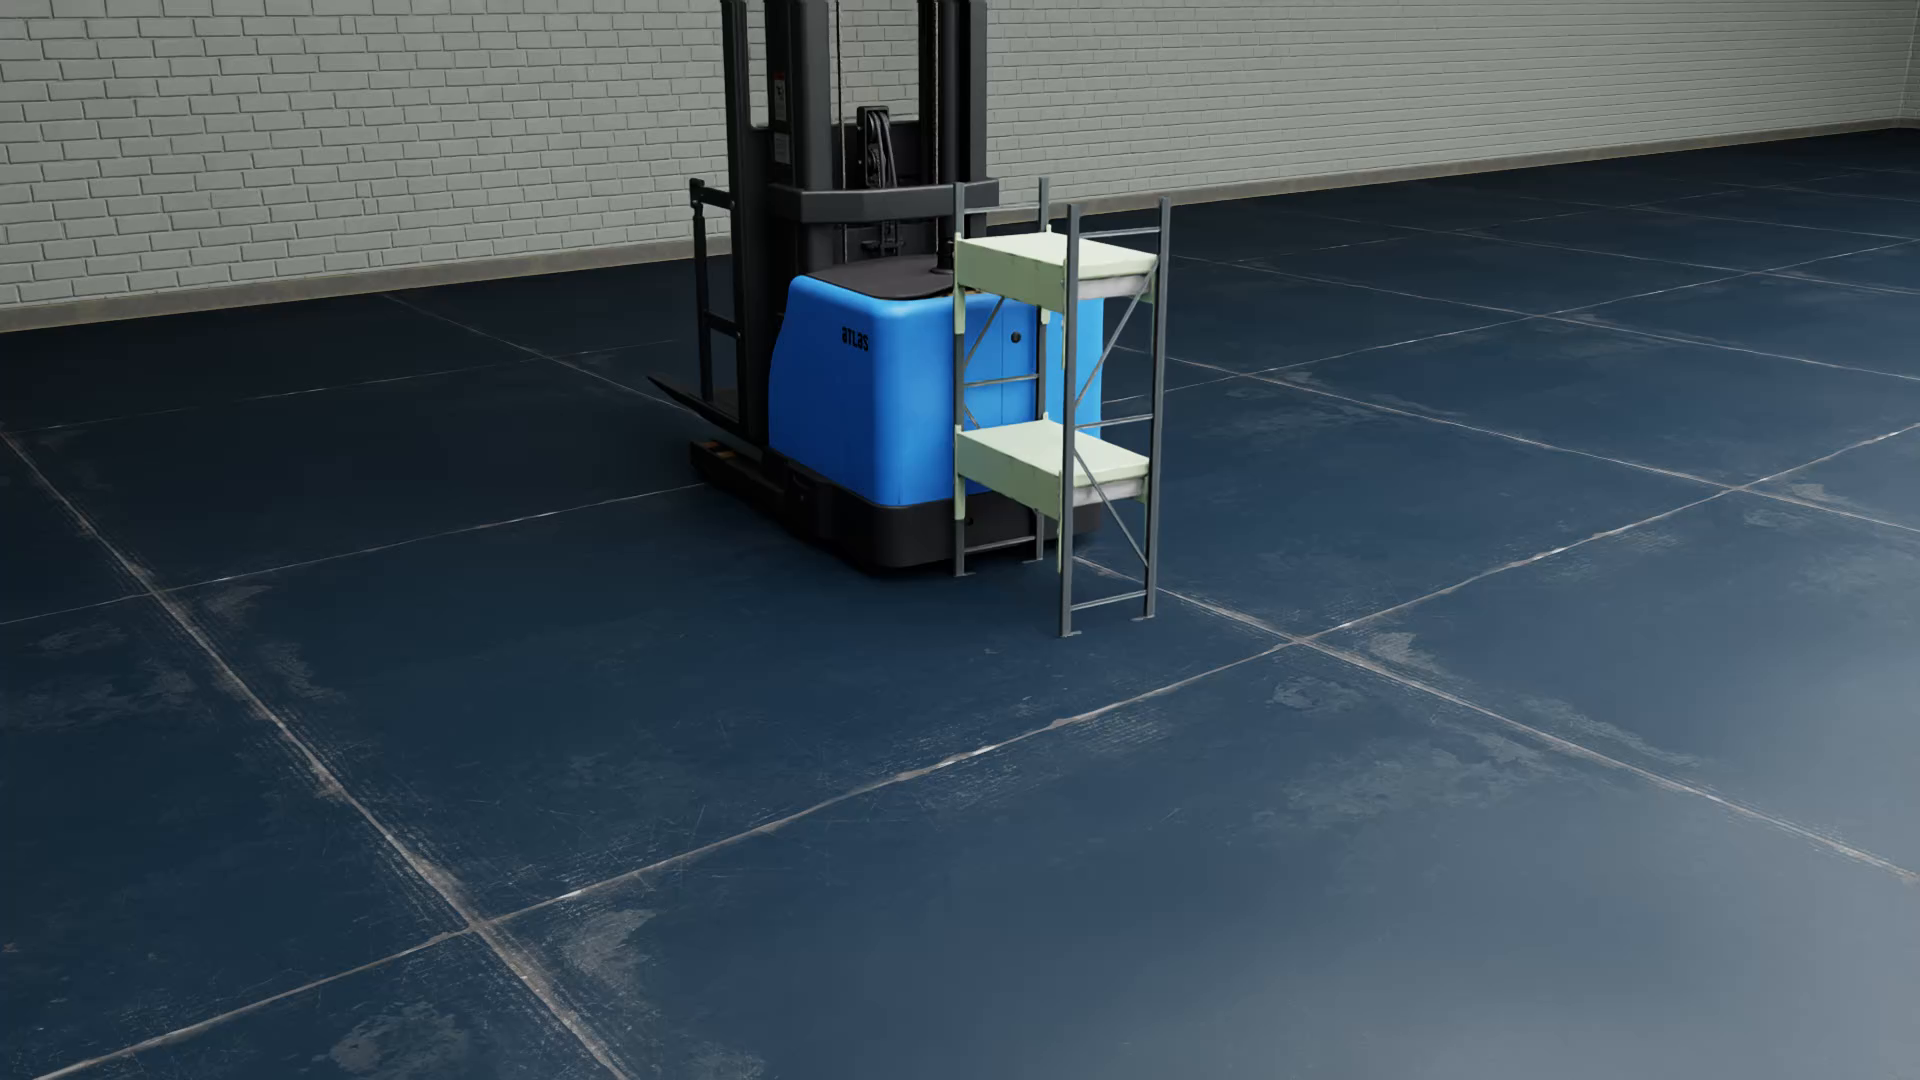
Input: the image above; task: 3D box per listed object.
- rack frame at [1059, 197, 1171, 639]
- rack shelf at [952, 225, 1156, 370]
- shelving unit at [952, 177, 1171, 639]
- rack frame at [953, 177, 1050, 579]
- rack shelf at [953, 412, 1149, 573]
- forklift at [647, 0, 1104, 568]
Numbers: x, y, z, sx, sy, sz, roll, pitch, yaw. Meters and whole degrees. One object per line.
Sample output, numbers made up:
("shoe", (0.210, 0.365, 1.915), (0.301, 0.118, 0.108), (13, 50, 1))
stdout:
("rack frame", (0.524, -0.400, 5.684), (0.400, 1.500, 0.023), (-10, 21, -29))
("rack shelf", (0.338, -0.869, 5.861), (0.431, 0.370, 0.720), (-10, 21, -29))
("shelving unit", (0.338, -0.499, 5.983), (0.431, 1.500, 0.755), (-10, 21, -29))
("rack frame", (0.153, -0.598, 6.283), (0.400, 1.500, 0.023), (-10, 21, -29))
("rack shelf", (0.338, -0.189, 6.086), (0.431, 0.370, 0.720), (-10, 21, -29))
("forklift", (-0.601, -1.699, 7.330), (1.130, 2.935, 3.031), (-10, 21, -29))
